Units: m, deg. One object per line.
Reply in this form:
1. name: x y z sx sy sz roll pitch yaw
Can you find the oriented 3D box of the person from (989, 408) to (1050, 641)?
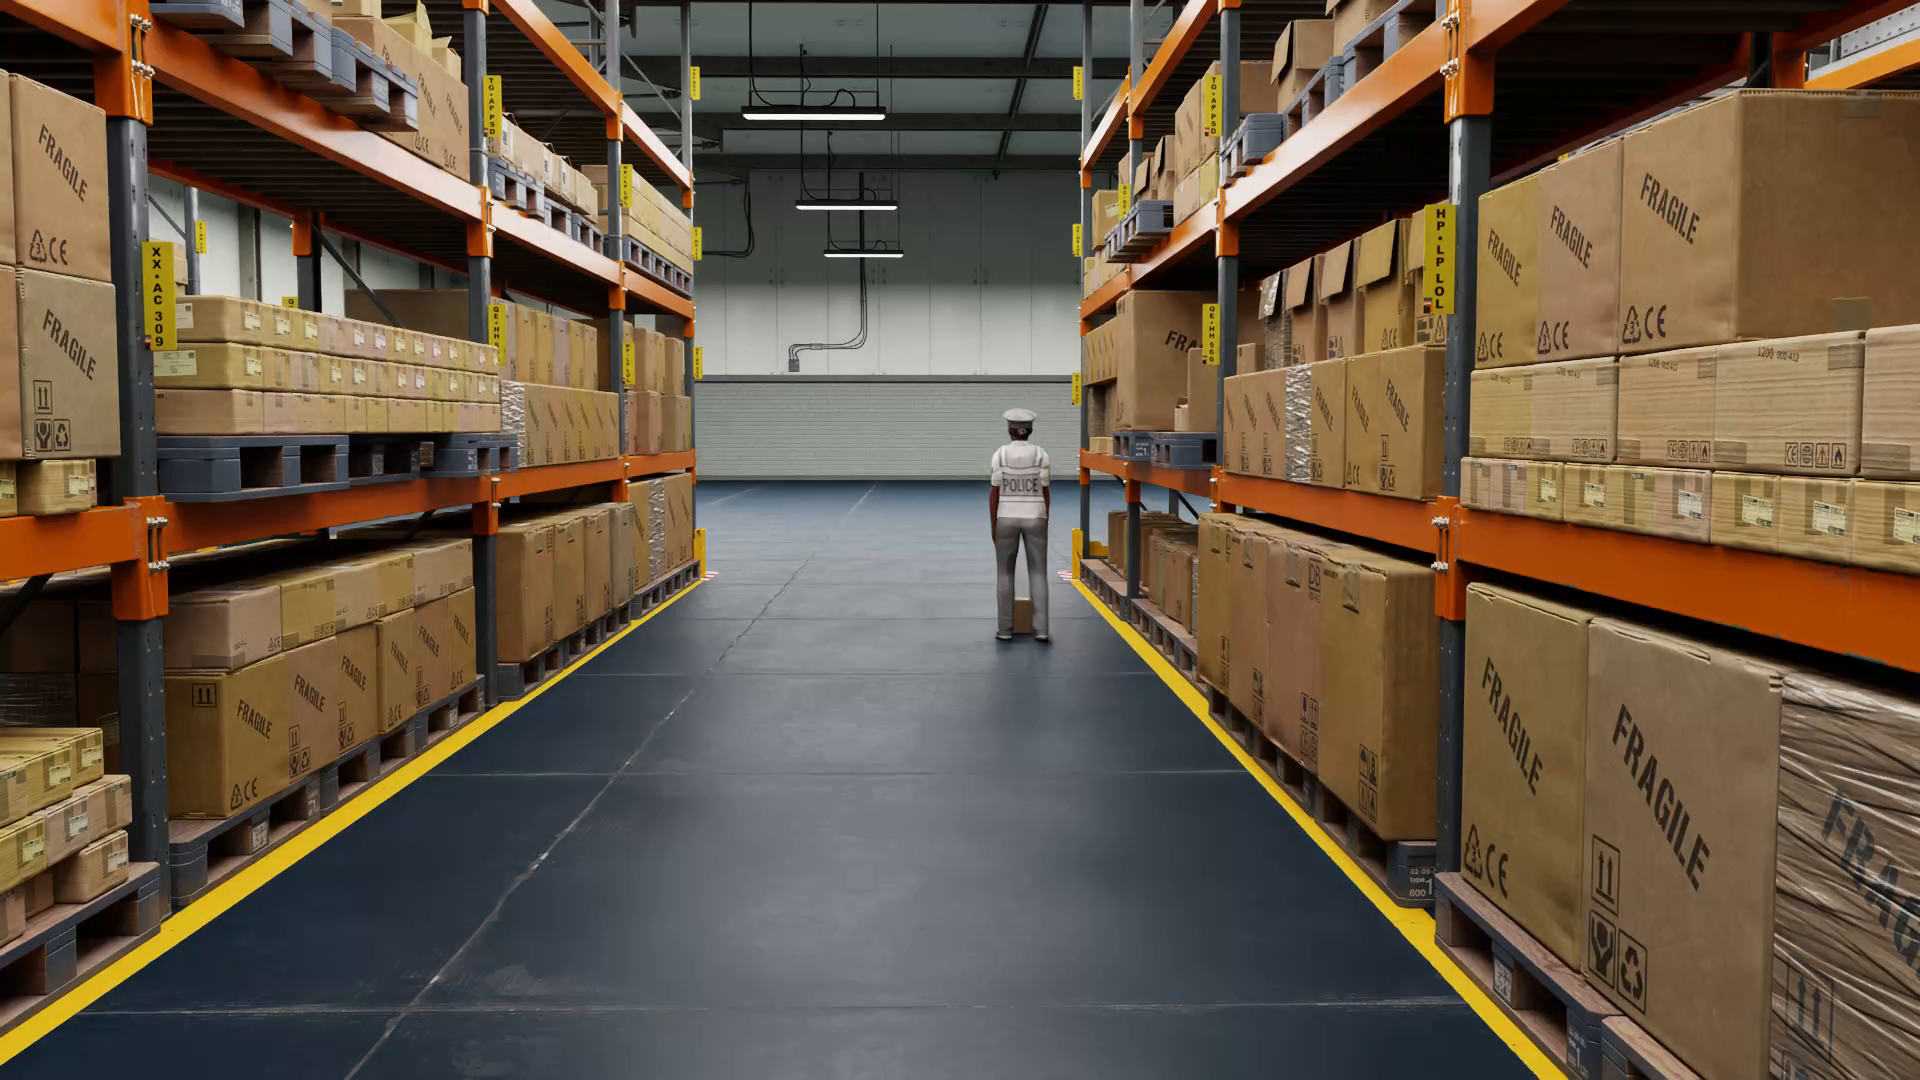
1. person: 0.430 -0.097 12.037 0.436 1.713 0.350 0 4 0
